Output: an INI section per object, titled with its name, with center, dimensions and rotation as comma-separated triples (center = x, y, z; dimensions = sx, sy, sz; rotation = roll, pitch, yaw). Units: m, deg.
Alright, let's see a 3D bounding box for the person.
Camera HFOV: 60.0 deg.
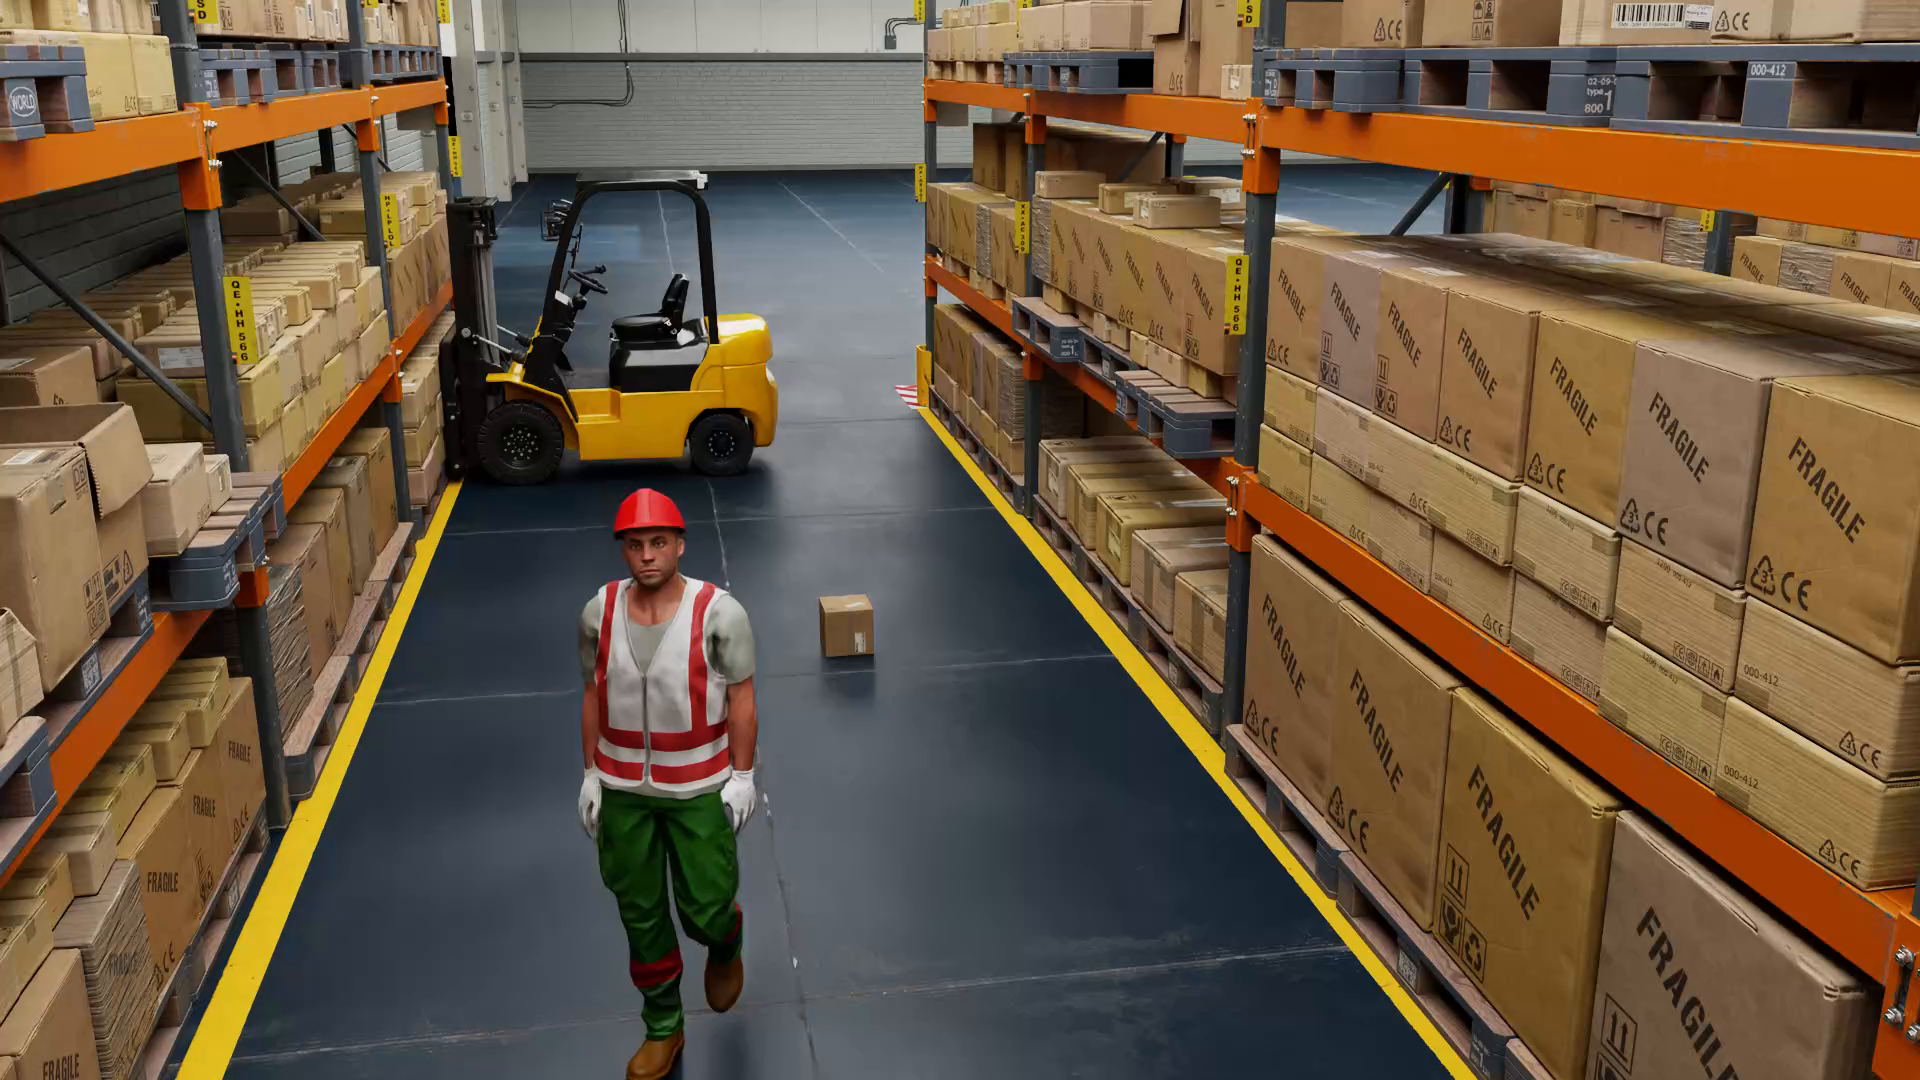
[person]
center = -0.867, 0.712, 4.958
dimensions = 0.541, 1.781, 0.580
rotation = 2, 16, 7
